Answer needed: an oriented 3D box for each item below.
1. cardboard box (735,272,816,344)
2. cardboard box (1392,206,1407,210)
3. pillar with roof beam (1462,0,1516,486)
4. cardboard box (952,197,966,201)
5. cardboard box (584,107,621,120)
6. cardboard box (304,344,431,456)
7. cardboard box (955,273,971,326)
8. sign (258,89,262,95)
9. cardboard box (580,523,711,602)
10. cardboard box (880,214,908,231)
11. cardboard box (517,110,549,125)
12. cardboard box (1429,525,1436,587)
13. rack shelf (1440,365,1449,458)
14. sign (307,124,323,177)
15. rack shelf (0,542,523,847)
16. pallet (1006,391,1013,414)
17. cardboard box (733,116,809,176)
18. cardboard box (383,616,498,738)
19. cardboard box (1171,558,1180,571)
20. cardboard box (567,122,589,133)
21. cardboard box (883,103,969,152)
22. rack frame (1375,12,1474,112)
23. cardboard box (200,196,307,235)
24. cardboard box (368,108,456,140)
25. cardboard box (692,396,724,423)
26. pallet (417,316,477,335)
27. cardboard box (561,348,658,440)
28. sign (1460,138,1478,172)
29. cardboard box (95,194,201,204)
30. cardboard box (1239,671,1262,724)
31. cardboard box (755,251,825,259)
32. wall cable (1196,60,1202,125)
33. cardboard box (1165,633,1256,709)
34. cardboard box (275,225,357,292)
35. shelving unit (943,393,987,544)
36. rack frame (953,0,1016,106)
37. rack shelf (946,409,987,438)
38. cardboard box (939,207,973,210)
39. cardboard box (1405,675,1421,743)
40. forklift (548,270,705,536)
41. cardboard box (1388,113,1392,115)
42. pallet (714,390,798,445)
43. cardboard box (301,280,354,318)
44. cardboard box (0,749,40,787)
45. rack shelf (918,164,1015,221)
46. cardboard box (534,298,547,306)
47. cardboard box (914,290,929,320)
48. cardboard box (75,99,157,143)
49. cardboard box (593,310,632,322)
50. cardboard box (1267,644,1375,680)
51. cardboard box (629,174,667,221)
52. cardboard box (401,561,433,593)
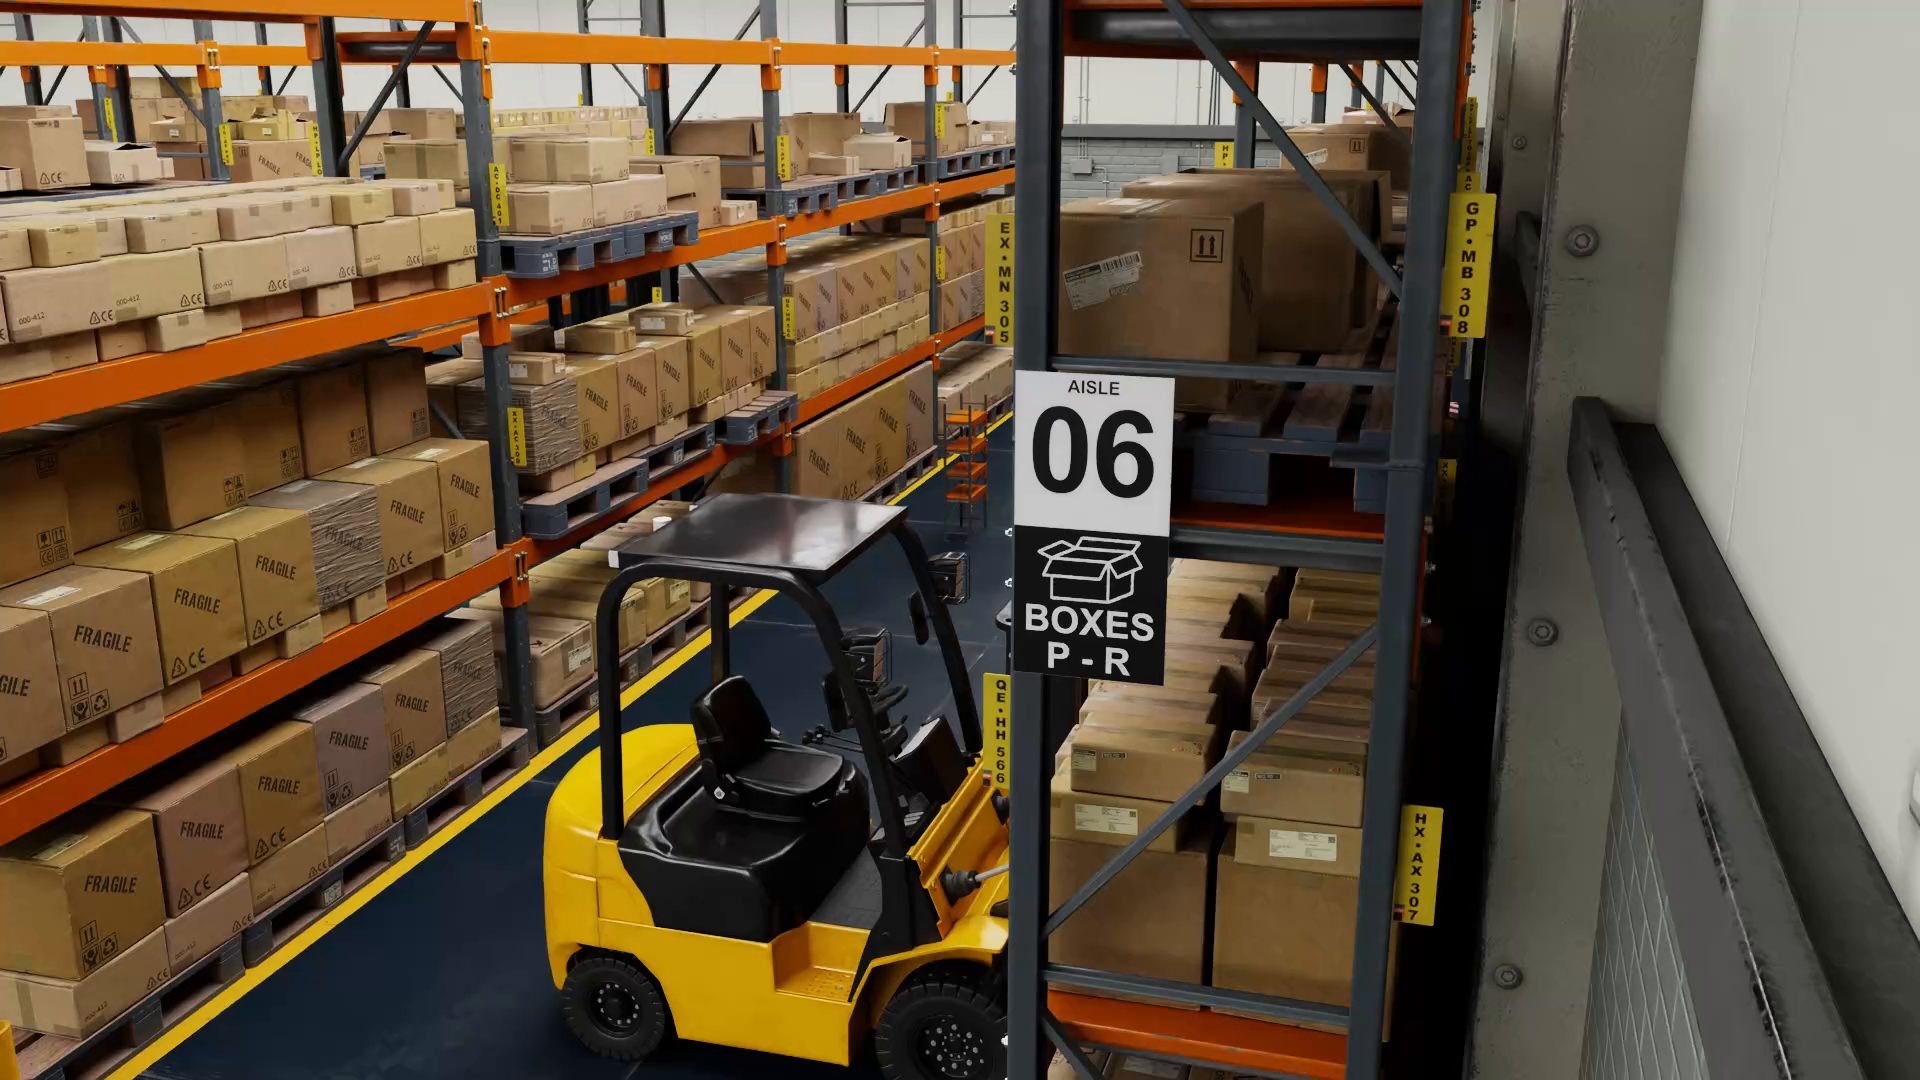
[{"bbox_3d":[-1.485,-1.884,13.460,0.500,0.500,0.500,4,16,14],"label":"cardboard box"},{"bbox_3d":[2.149,-1.669,8.727,0.380,0.149,0.250,5,16,16],"label":"cardboard box"},{"bbox_3d":[0.972,-5.240,16.312,9.100,9.000,0.400,5,16,16],"label":"pillar with roof beam"},{"bbox_3d":[-0.142,-3.975,19.641,0.380,0.149,0.250,5,17,18],"label":"cardboard box"},{"bbox_3d":[-4.410,-5.265,20.525,0.380,0.149,0.250,4,16,14],"label":"cardboard box"},{"bbox_3d":[-3.329,-0.773,8.996,0.700,0.500,0.500,4,16,15],"label":"cardboard box"},{"bbox_3d":[-0.192,-2.574,17.723,0.500,0.500,0.500,5,17,16],"label":"cardboard box"},{"bbox_3d":[-9.618,-6.053,22.929,0.100,0.325,0.005,5,16,16],"label":"sign"},{"bbox_3d":[-2.232,0.158,12.322,0.950,0.372,0.625,4,16,15],"label":"cardboard box"},{"bbox_3d":[-0.761,-3.299,17.258,0.380,0.149,0.250,5,17,17],"label":"cardboard box"},{"bbox_3d":[-4.885,-4.782,18.823,0.380,0.149,0.250,4,16,14],"label":"cardboard box"},{"bbox_3d":[3.289,0.051,12.465,0.500,0.500,0.500,5,17,18],"label":"cardboard box"},{"bbox_3d":[3.469,-1.038,13.812,1.077,0.370,4.000,5,16,16],"label":"rack shelf"},{"bbox_3d":[-3.529,-2.122,9.148,0.100,0.325,0.005,5,16,16],"label":"sign"},{"bbox_3d":[-3.565,0.671,7.786,1.077,0.370,4.000,5,16,16],"label":"rack shelf"},{"bbox_3d":[0.262,-1.781,20.223,1.003,0.211,1.213,5,16,16],"label":"pallet"},{"bbox_3d":[-1.637,-3.422,14.447,0.500,0.500,0.500,5,17,16],"label":"cardboard box"},{"bbox_3d":[-2.907,0.737,9.129,0.500,0.500,0.500,4,16,15],"label":"cardboard box"},{"bbox_3d":[1.084,0.154,6.919,0.380,0.149,0.250,4,16,15],"label":"cardboard box"},{"bbox_3d":[-4.695,-4.768,19.504,0.500,0.250,0.500,4,16,13],"label":"cardboard box"},{"bbox_3d":[-0.370,-4.390,17.670,0.797,0.503,0.637,6,17,20],"label":"cardboard box"},{"bbox_3d":[5.174,-5.840,18.429,1.000,3.000,0.127,5,16,16],"label":"rack frame"},{"bbox_3d":[-3.181,-1.460,7.482,0.380,0.149,0.250,5,17,17],"label":"cardboard box"},{"bbox_3d":[-5.711,-4.252,17.372,0.700,0.500,0.500,5,16,16],"label":"cardboard box"},{"bbox_3d":[-1.907,-0.939,11.833,0.380,0.149,0.250,5,17,17],"label":"cardboard box"},{"bbox_3d":[-5.854,-2.368,17.533,1.003,0.211,1.213,5,16,16],"label":"pallet"},{"bbox_3d":[-2.293,-0.952,10.690,0.500,0.500,0.500,5,16,16],"label":"cardboard box"},{"bbox_3d":[3.430,-2.546,11.219,0.100,0.325,0.005,5,16,16],"label":"sign"},{"bbox_3d":[-3.716,-1.502,7.631,0.380,0.149,0.250,4,16,15],"label":"cardboard box"},{"bbox_3d":[0.817,0.765,5.950,0.500,0.500,0.500,4,16,15],"label":"cardboard box"},{"bbox_3d":[-1.527,-2.326,15.017,0.500,0.500,0.500,4,16,15],"label":"cardboard box"},{"bbox_3d":[2.481,-7.675,24.898,2.355,3.000,0.029,5,16,16],"label":"wall cable"},{"bbox_3d":[0.758,0.422,5.429,0.380,0.149,0.250,5,17,16],"label":"cardboard box"},{"bbox_3d":[-3.165,-1.312,7.690,0.500,0.250,0.500,4,16,15],"label":"cardboard box"},{"bbox_3d":[0.047,-0.621,14.318,0.258,1.200,0.503,5,16,16],"label":"shelving unit"},{"bbox_3d":[0.414,-6.224,19.783,1.000,3.000,0.127,5,16,16],"label":"rack frame"},{"bbox_3d":[0.047,-0.999,14.211,0.258,0.148,0.480,5,16,16],"label":"rack shelf"},{"bbox_3d":[-0.069,-3.533,18.085,0.380,0.149,0.250,5,16,16],"label":"cardboard box"},{"bbox_3d":[1.333,0.543,5.547,0.380,0.149,0.250,5,17,16],"label":"cardboard box"},{"bbox_3d":[-3.288,-1.522,14.323,1.130,2.935,3.031,10,19,32],"label":"forklift"},{"bbox_3d":[4.515,-4.348,17.478,0.500,0.250,0.500,4,16,15],"label":"cardboard box"},{"bbox_3d":[-1.960,-0.958,12.562,1.213,0.211,1.003,5,16,16],"label":"pallet"},{"bbox_3d":[-3.100,-1.147,7.838,0.380,0.149,0.250,5,17,17],"label":"cardboard box"},{"bbox_3d":[-3.780,0.829,6.371,0.380,0.149,0.250,5,17,17],"label":"cardboard box"},{"bbox_3d":[-0.154,-3.912,18.446,1.077,0.370,4.000,5,16,16],"label":"rack shelf"},{"bbox_3d":[-4.993,-2.795,19.146,0.380,0.149,0.250,4,16,13],"label":"cardboard box"},{"bbox_3d":[-0.615,-2.326,16.391,0.500,0.250,0.500,5,16,16],"label":"cardboard box"},{"bbox_3d":[-10.059,-5.011,19.866,0.700,0.500,0.500,4,16,13],"label":"cardboard box"},{"bbox_3d":[-2.351,-1.402,12.276,0.500,0.500,0.500,6,17,19],"label":"cardboard box"},{"bbox_3d":[1.180,0.458,5.302,0.380,0.149,0.250,5,17,16],"label":"cardboard box"},{"bbox_3d":[-2.181,-2.160,10.455,0.500,0.250,0.500,4,16,15],"label":"cardboard box"},{"bbox_3d":[-3.009,0.158,8.736,0.380,0.149,0.250,5,17,16],"label":"cardboard box"}]
